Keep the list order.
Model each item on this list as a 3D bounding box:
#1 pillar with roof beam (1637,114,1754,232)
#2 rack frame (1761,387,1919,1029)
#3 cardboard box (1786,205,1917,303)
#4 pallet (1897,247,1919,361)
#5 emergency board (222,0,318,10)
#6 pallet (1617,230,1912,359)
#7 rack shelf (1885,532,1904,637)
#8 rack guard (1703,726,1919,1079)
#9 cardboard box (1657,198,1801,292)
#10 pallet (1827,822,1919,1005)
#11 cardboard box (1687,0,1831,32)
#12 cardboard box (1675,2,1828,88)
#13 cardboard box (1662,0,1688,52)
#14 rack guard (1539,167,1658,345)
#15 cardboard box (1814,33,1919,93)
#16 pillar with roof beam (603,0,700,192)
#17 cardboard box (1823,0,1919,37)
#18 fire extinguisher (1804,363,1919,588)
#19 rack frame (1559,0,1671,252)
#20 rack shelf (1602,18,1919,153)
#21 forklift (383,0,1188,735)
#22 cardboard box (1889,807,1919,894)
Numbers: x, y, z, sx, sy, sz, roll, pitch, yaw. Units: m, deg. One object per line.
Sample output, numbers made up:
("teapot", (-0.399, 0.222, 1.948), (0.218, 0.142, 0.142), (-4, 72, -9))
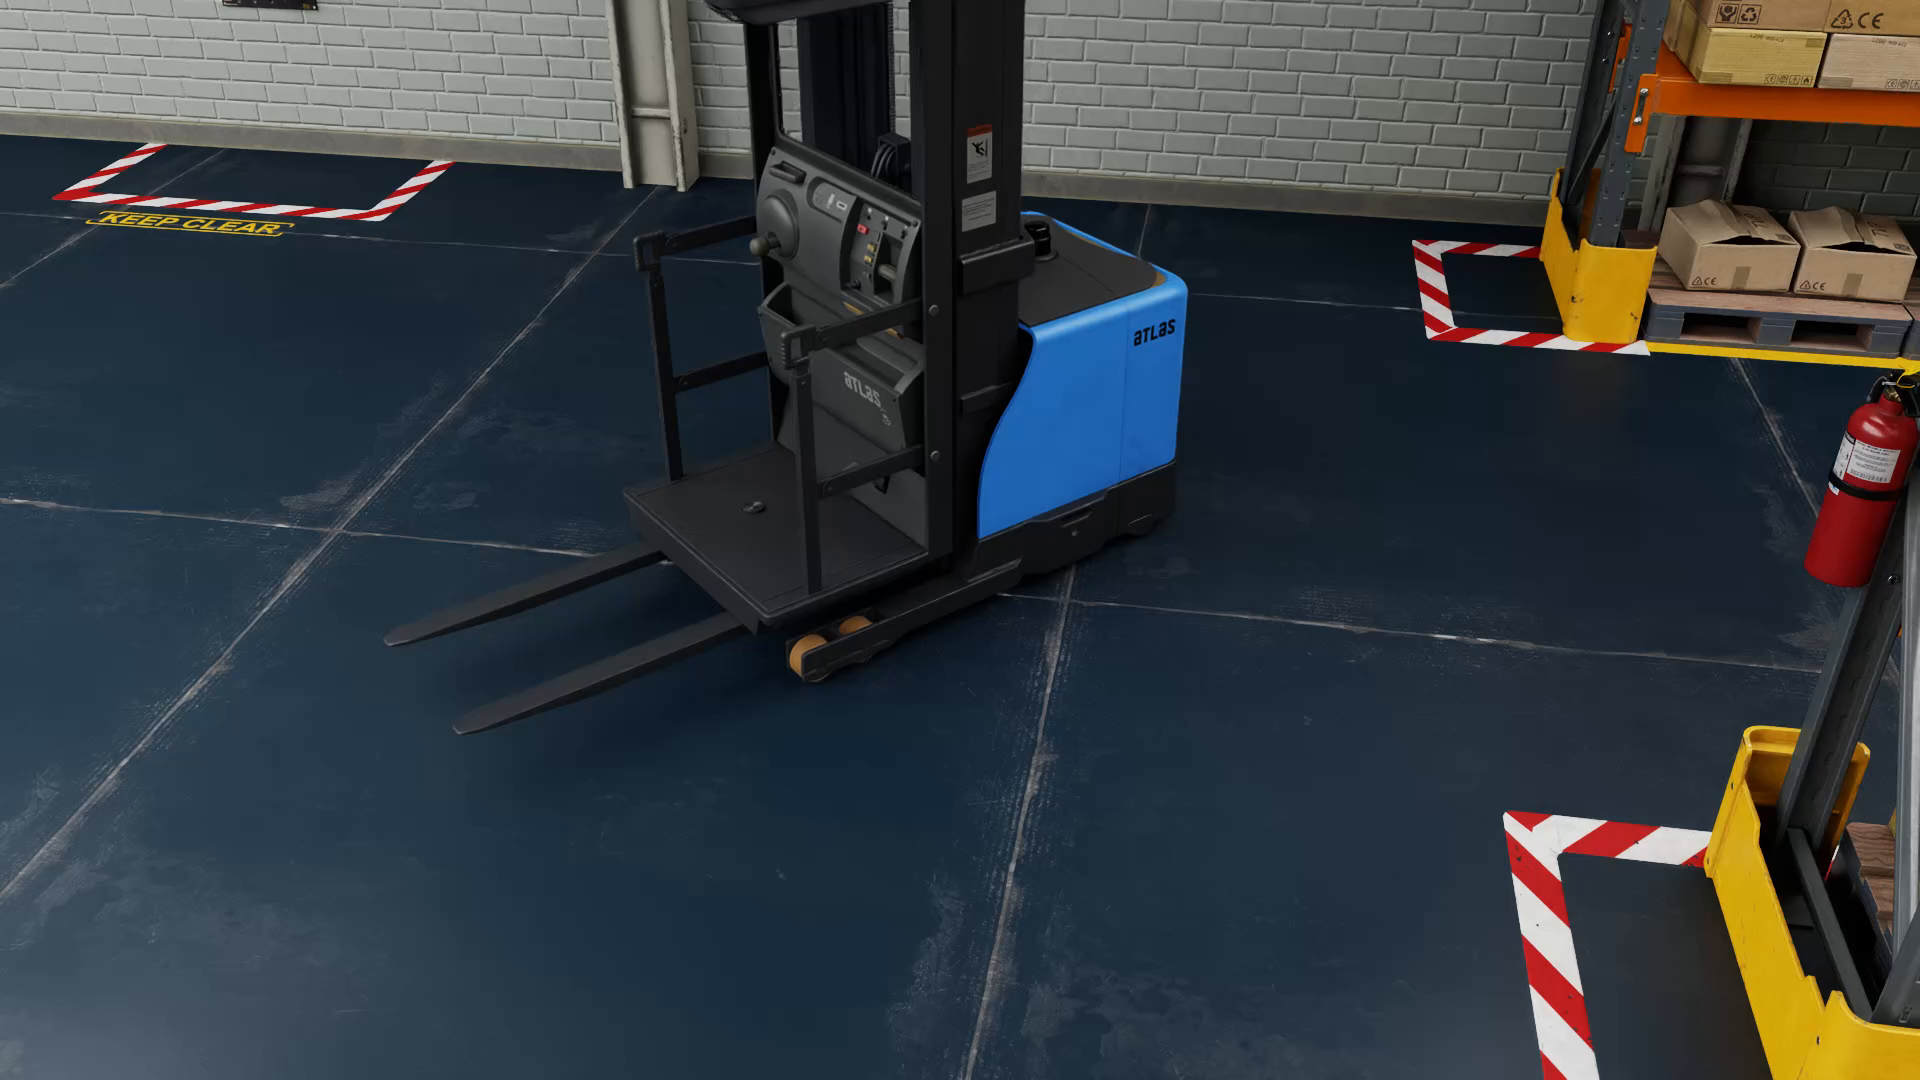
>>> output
("pillar with roof beam", (3.349, -3.252, 3.464), (0.400, 9.000, 9.100), (5, 32, 8))
("rack frame", (2.408, 0.021, 3.890), (0.127, 3.000, 1.000), (5, 32, 8))
("cardboard box", (4.467, -1.458, 8.371), (0.500, 0.311, 0.500), (8, 33, 12))
("pallet", (5.307, -1.181, 8.437), (1.213, 0.211, 1.003), (5, 32, 8))
("emergency board", (-4.271, -3.737, 9.892), (0.643, 1.169, 0.194), (5, 32, 8))
("pallet", (4.108, -1.291, 8.613), (1.213, 0.211, 1.003), (5, 32, 8))
("rack shelf", (4.380, 0.504, 3.795), (4.000, 0.370, 1.077), (5, 32, 8))
("rack guard", (2.384, 1.078, 4.556), (0.348, 0.500, 1.175), (5, 32, 8))
("cardboard box", (3.905, -1.508, 8.452), (0.500, 0.311, 0.500), (2, 32, 3))
("pallet", (3.169, 1.249, 4.556), (1.213, 0.211, 1.003), (5, 32, 8))
("cardboard box", (3.658, -2.633, 7.546), (0.500, 0.500, 0.500), (5, 32, 8))
("cardboard box", (3.665, -2.306, 7.729), (0.500, 0.250, 0.500), (4, 32, 7))
("cardboard box", (3.731, -2.575, 8.159), (0.500, 0.250, 0.500), (6, 32, 9))
("rack guard", (3.313, -1.504, 8.682), (0.348, 0.500, 1.175), (5, 32, 8))
("cardboard box", (4.180, -2.267, 7.667), (0.500, 0.250, 0.500), (4, 32, 7))
("pillar with roof beam", (-2.565, -3.787, 4.319), (0.400, 9.000, 9.100), (5, 32, 8))
("cardboard box", (4.143, -2.584, 7.467), (0.500, 0.500, 0.500), (5, 32, 8))
("fire extinguisher", (2.370, -0.200, 4.315), (0.183, 0.674, 0.296), (5, 32, 8))
("rack frame", (3.238, -2.570, 8.029), (0.127, 3.000, 1.000), (5, 32, 8))
("rack shelf", (5.209, -2.087, 7.935), (4.000, 0.370, 1.077), (5, 32, 8))
("forklift", (-0.598, -1.054, 5.671), (3.031, 2.935, 1.130), (-22, 38, -31))
("cardboard box", (2.986, 0.901, 4.678), (0.500, 0.250, 0.500), (5, 32, 8))
